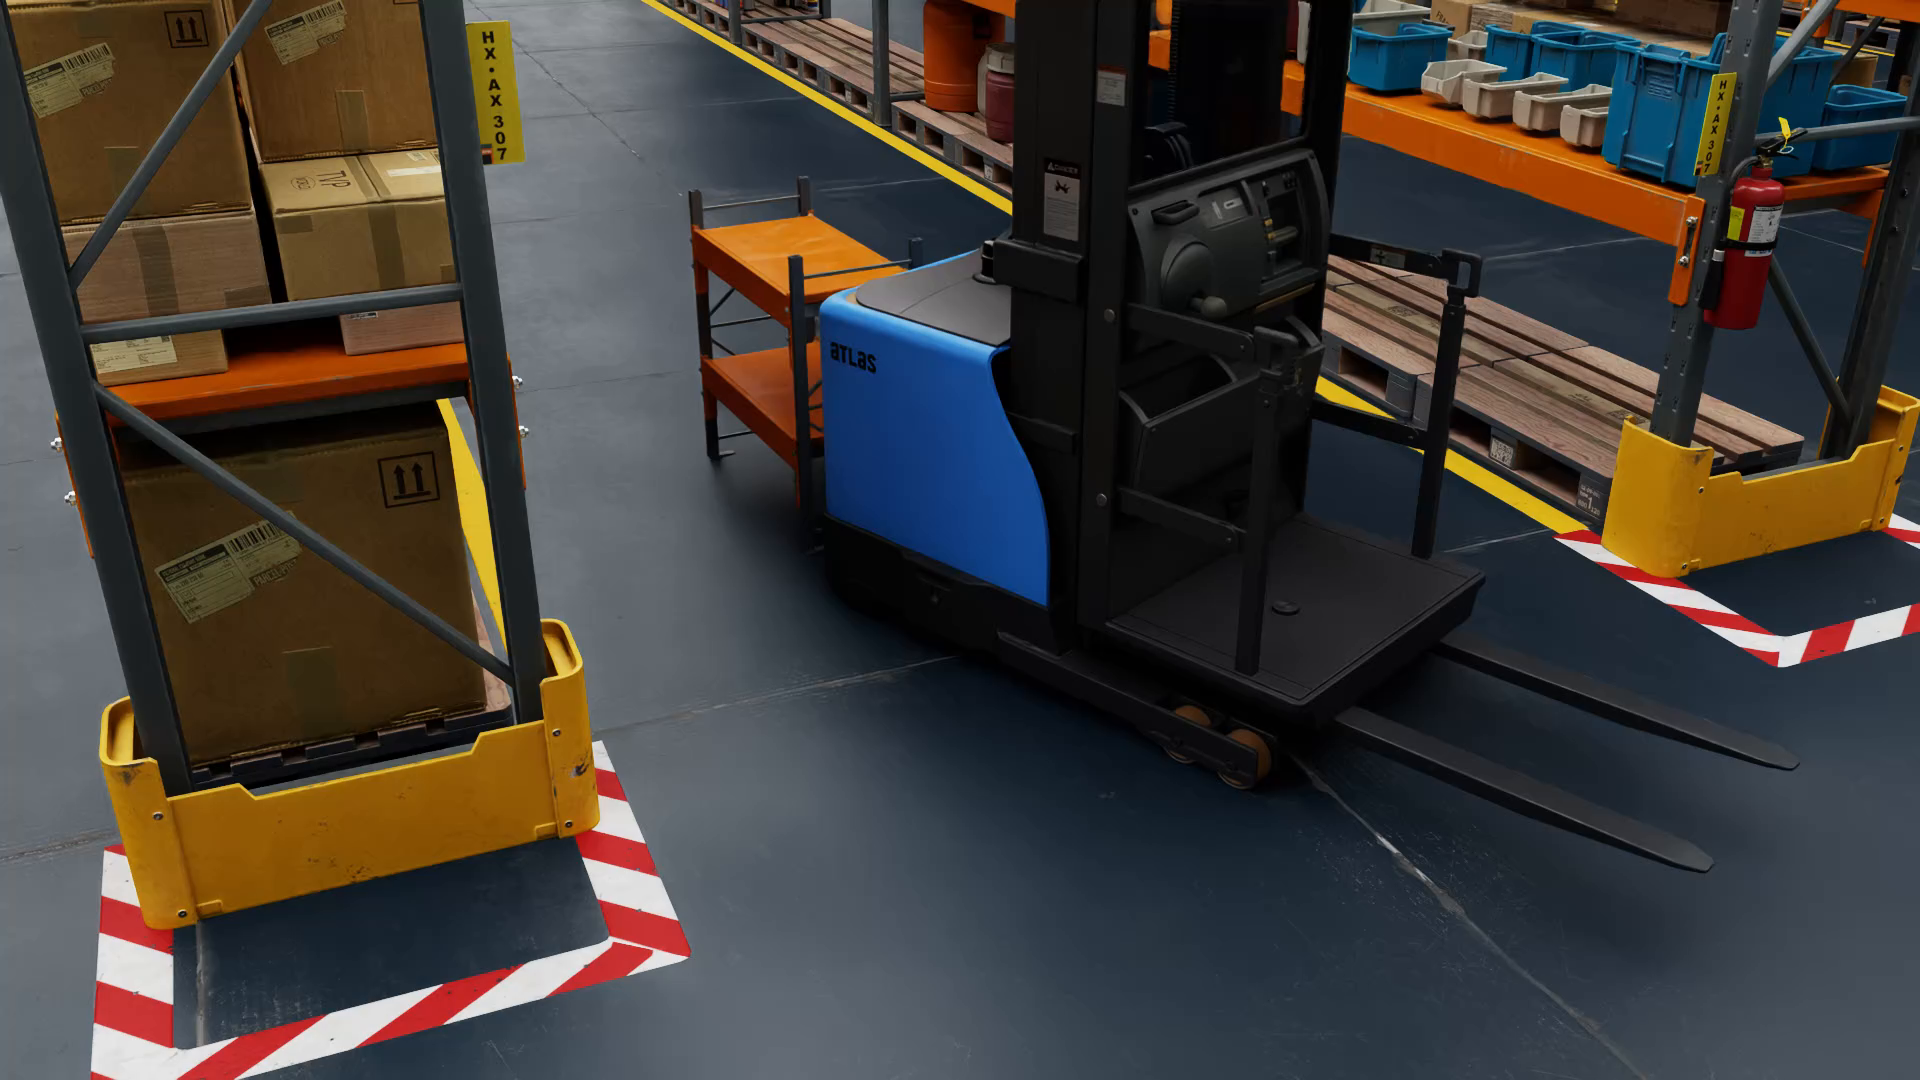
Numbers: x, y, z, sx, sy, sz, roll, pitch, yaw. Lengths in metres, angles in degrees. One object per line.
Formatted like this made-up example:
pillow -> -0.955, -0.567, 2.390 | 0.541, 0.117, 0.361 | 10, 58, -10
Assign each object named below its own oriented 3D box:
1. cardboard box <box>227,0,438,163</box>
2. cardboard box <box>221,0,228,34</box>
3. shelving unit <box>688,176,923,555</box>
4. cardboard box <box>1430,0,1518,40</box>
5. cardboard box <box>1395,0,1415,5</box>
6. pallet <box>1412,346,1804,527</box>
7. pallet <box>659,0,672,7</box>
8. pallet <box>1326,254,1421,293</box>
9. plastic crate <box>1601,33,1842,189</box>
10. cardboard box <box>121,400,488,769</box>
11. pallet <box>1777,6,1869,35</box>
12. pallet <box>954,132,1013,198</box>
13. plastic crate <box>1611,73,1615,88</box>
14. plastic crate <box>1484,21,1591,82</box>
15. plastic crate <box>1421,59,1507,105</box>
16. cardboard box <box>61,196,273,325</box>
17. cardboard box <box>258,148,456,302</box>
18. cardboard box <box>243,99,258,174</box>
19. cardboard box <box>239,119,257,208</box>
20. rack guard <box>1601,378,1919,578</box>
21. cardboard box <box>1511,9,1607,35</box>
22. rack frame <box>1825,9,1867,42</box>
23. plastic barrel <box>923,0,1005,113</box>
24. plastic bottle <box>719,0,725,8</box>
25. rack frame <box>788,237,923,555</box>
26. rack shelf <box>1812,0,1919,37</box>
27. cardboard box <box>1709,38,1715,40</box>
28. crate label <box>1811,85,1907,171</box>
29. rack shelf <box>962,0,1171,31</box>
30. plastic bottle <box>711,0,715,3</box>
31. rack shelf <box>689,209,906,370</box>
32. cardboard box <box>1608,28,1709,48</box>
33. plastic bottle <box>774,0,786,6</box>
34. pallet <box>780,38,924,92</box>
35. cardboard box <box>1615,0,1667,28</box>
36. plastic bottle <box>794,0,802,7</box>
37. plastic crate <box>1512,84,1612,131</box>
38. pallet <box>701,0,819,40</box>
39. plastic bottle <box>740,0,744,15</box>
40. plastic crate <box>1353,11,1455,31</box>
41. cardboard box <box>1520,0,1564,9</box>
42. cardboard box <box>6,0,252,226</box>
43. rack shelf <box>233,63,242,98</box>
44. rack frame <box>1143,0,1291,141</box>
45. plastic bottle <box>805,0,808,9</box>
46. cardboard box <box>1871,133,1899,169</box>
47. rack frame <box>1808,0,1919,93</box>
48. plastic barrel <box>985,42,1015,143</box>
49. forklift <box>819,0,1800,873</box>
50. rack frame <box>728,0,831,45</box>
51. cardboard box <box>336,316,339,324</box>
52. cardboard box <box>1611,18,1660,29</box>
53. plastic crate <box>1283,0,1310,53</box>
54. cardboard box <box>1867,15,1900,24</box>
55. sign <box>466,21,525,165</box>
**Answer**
cardboard box -> -1.735, -1.373, 4.619 | 0.500, 0.500, 0.500 | -11, 28, -22
cardboard box -> -3.510, -2.821, 8.494 | 0.500, 0.500, 0.500 | -11, 28, -22
shelving unit -> -0.595, -0.705, 6.412 | 0.538, 1.125, 1.048 | -13, 29, -25
cardboard box -> 4.299, -4.299, 13.984 | 0.500, 0.500, 0.500 | -9, 28, -18
cardboard box -> 3.952, -4.832, 14.743 | 0.500, 0.311, 0.500 | -10, 28, -19
pallet -> 2.670, -0.465, 6.961 | 1.003, 0.211, 1.213 | -11, 28, -21
pallet -> -2.922, -6.233, 18.775 | 1.003, 0.211, 1.213 | -11, 28, -21
pallet -> 1.715, -1.450, 8.979 | 1.003, 0.211, 1.213 | -11, 28, -21
plastic crate -> 2.654, -1.524, 5.844 | 0.616, 0.435, 0.499 | -11, 28, -21
cardboard box -> -1.924, -0.006, 4.786 | 0.875, 0.875, 0.875 | -11, 28, -21
pallet -> 8.635, -5.373, 17.014 | 1.003, 0.211, 1.213 | -11, 28, -21
pallet -> 0.645, -2.552, 11.236 | 1.003, 0.211, 1.213 | -11, 28, -21
plastic crate -> 2.848, -1.861, 6.874 | 0.250, 0.136, 0.298 | -11, 28, -21
plastic crate -> 2.530, -2.139, 7.334 | 0.416, 0.233, 0.300 | -11, 28, -21
plastic crate -> 2.107, -1.929, 7.014 | 0.298, 0.136, 0.250 | -11, 28, -21
cardboard box -> -2.034, -0.744, 4.186 | 0.500, 0.250, 0.500 | -11, 28, -21
cardboard box -> -1.540, -0.834, 4.371 | 0.500, 0.250, 0.500 | -11, 28, -22
cardboard box -> -1.943, -1.246, 5.215 | 0.500, 0.250, 0.500 | -12, 28, -22
cardboard box -> -2.432, -1.154, 5.026 | 0.500, 0.250, 0.500 | -12, 28, -22
rack guard -> 2.979, -0.248, 6.187 | 1.175, 0.500, 0.348 | -11, 28, -21
cardboard box -> 4.701, -3.885, 13.136 | 0.500, 0.500, 0.500 | -11, 28, -21
rack frame -> 8.940, -6.310, 15.755 | 1.000, 3.000, 0.127 | -11, 28, -21
plastic barrel -> 0.032, -3.627, 12.254 | 0.600, 0.830, 0.708 | -11, 28, -21
plastic bottle -> -2.335, -5.518, 16.650 | 0.144, 0.351, 0.185 | -12, 29, -23
rack frame -> -0.359, -0.508, 6.008 | 0.500, 1.125, 0.032 | -13, 29, -25
rack shelf -> 6.733, -2.712, 9.206 | 1.077, 0.370, 4.000 | -11, 28, -21
cardboard box -> 5.766, -3.368, 12.076 | 0.500, 0.500, 0.500 | -10, 28, -20
crate label -> 3.164, -1.486, 5.998 | 0.416, 0.233, 0.303 | -11, 28, -21
rack shelf -> 0.608, -3.477, 10.773 | 1.077, 0.370, 4.000 | -11, 28, -21
plastic bottle -> -2.461, -5.648, 16.918 | 0.144, 0.351, 0.185 | -11, 28, -21
rack shelf -> -0.595, -0.968, 6.284 | 0.538, 0.278, 1.000 | -13, 29, -25
cardboard box -> 5.111, -3.471, 12.287 | 0.500, 0.500, 0.500 | -10, 28, -20
plastic bottle -> -1.809, -5.602, 16.823 | 0.144, 0.351, 0.185 | -11, 28, -21
pallet -> -0.917, -4.166, 14.542 | 1.003, 0.211, 1.213 | -11, 28, -21
cardboard box -> 5.396, -4.097, 12.716 | 0.500, 0.250, 0.500 | -11, 28, -22
plastic bottle -> -1.615, -5.526, 16.753 | 0.152, 0.276, 0.135 | -10, 28, -19
plastic crate -> 2.371, -1.704, 6.554 | 0.396, 0.136, 0.243 | -11, 28, -21
pallet -> -1.967, -5.248, 16.758 | 1.003, 0.211, 1.213 | -11, 28, -21
plastic bottle -> -2.171, -5.256, 16.284 | 0.097, 0.201, 0.097 | 0, 26, 0
plastic crate -> 2.076, -2.491, 8.178 | 0.437, 0.125, 0.590 | -11, 28, -21
cardboard box -> 4.966, -4.195, 13.770 | 0.500, 0.500, 0.500 | -9, 28, -19
cardboard box -> -2.033, -1.082, 4.024 | 0.500, 0.500, 0.500 | -10, 28, -20
rack shelf -> -3.950, -2.626, 9.030 | 1.077, 0.370, 4.000 | -11, 28, -21
rack frame -> 1.391, -2.993, 8.961 | 1.000, 3.000, 0.127 | -11, 28, -21
plastic bottle -> -1.503, -5.408, 16.595 | 0.097, 0.201, 0.097 | 0, 26, 0
cardboard box -> 5.915, -2.625, 10.772 | 0.500, 0.311, 0.500 | -11, 28, -21
rack frame -> 5.950, -3.843, 10.701 | 1.000, 3.000, 0.127 | -11, 28, -21
plastic barrel -> 0.474, -3.062, 11.373 | 0.600, 0.588, 0.708 | -11, 28, -21
forklift -> 0.945, -0.861, 4.673 | 3.031, 2.935, 1.130 | 22, 34, 38
rack frame -> -1.742, -6.223, 15.576 | 1.000, 3.000, 0.127 | -11, 28, -21
cardboard box -> -1.537, -0.718, 4.587 | 0.380, 0.149, 0.250 | -11, 28, -21
cardboard box -> 5.379, -3.775, 12.910 | 0.500, 0.500, 0.500 | -12, 28, -23
plastic crate -> 1.510, -2.645, 8.108 | 0.402, 0.464, 0.583 | -11, 28, -21
cardboard box -> 9.107, -5.213, 15.480 | 0.750, 0.750, 0.750 | -11, 28, -21
sign -> -1.087, -1.045, 3.894 | 0.100, 0.325, 0.005 | -11, 28, -21
